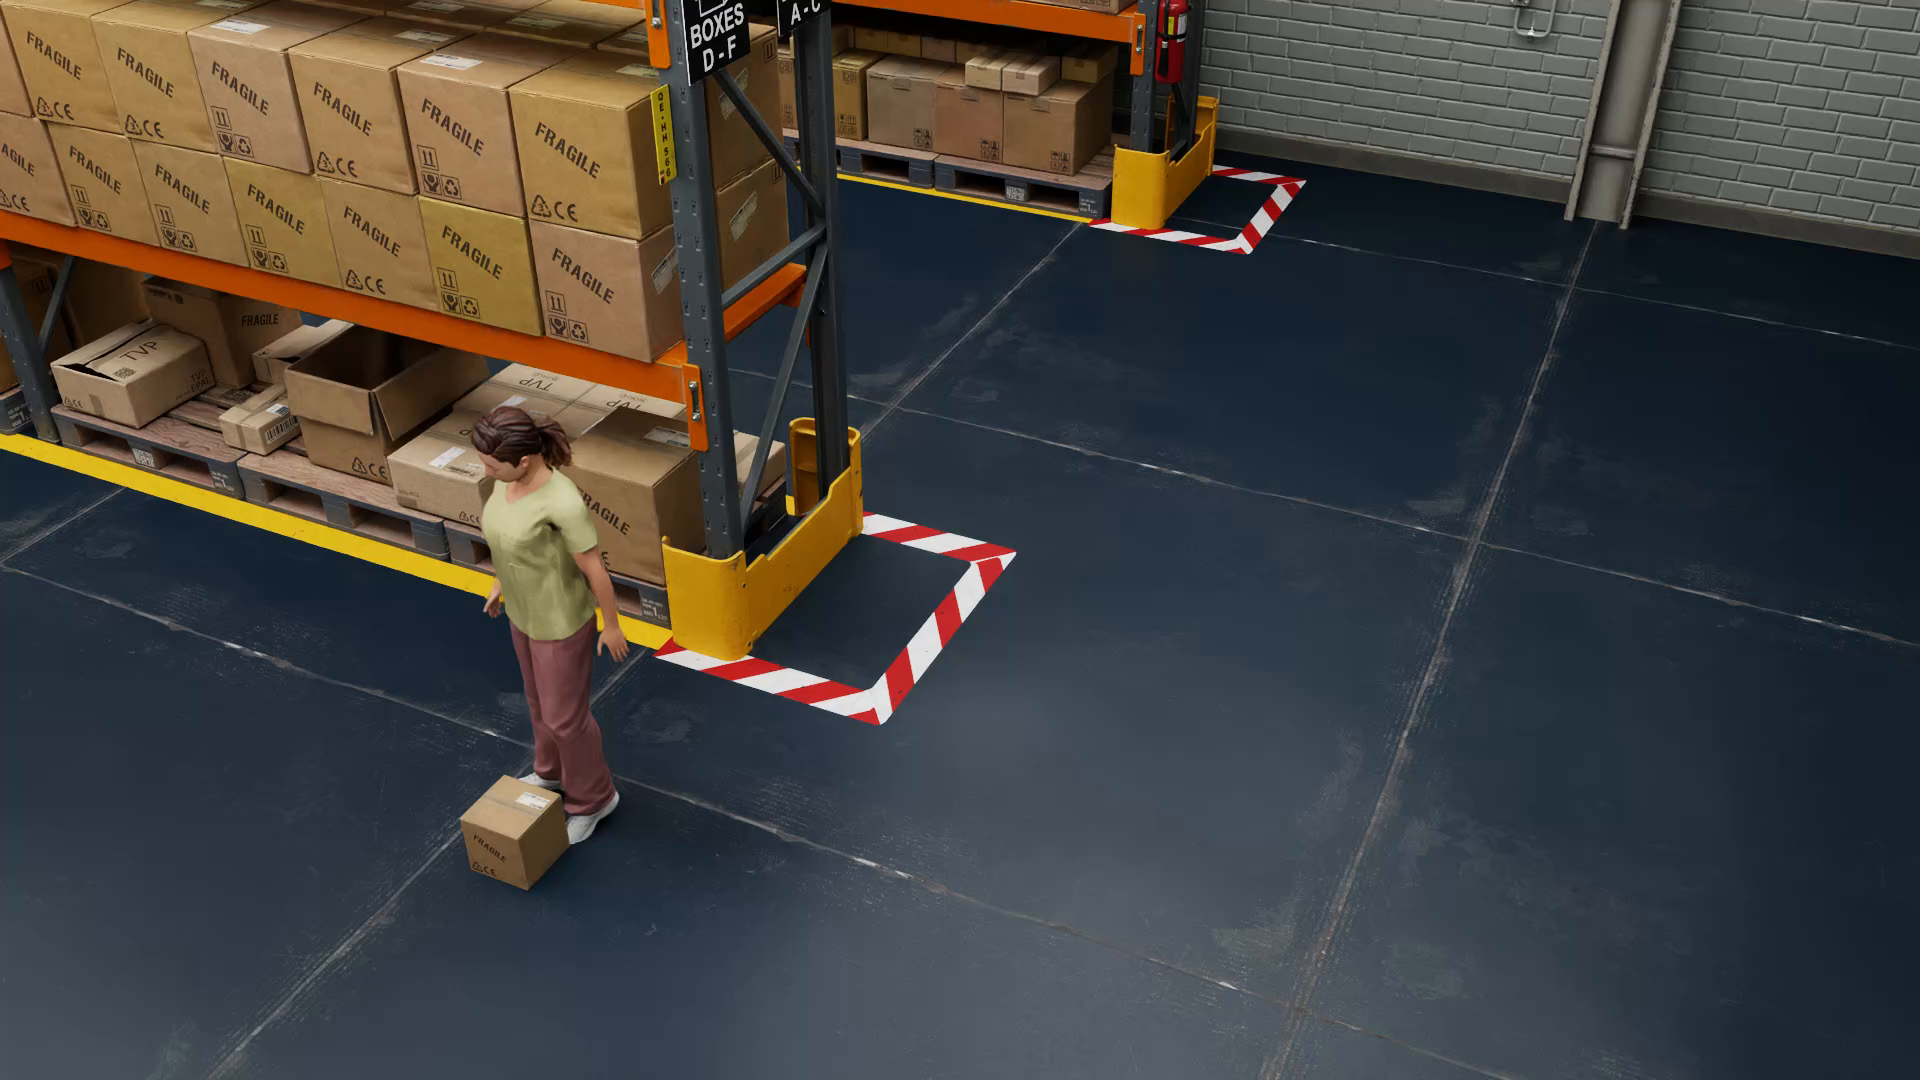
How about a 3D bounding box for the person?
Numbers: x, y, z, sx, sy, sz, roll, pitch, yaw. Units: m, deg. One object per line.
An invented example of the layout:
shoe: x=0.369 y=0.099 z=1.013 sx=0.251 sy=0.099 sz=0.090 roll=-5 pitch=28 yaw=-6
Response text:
person: x=-1.435 y=0.286 z=5.724 sx=0.392 sy=1.730 sz=0.557 roll=-25 pitch=41 yaw=-33
